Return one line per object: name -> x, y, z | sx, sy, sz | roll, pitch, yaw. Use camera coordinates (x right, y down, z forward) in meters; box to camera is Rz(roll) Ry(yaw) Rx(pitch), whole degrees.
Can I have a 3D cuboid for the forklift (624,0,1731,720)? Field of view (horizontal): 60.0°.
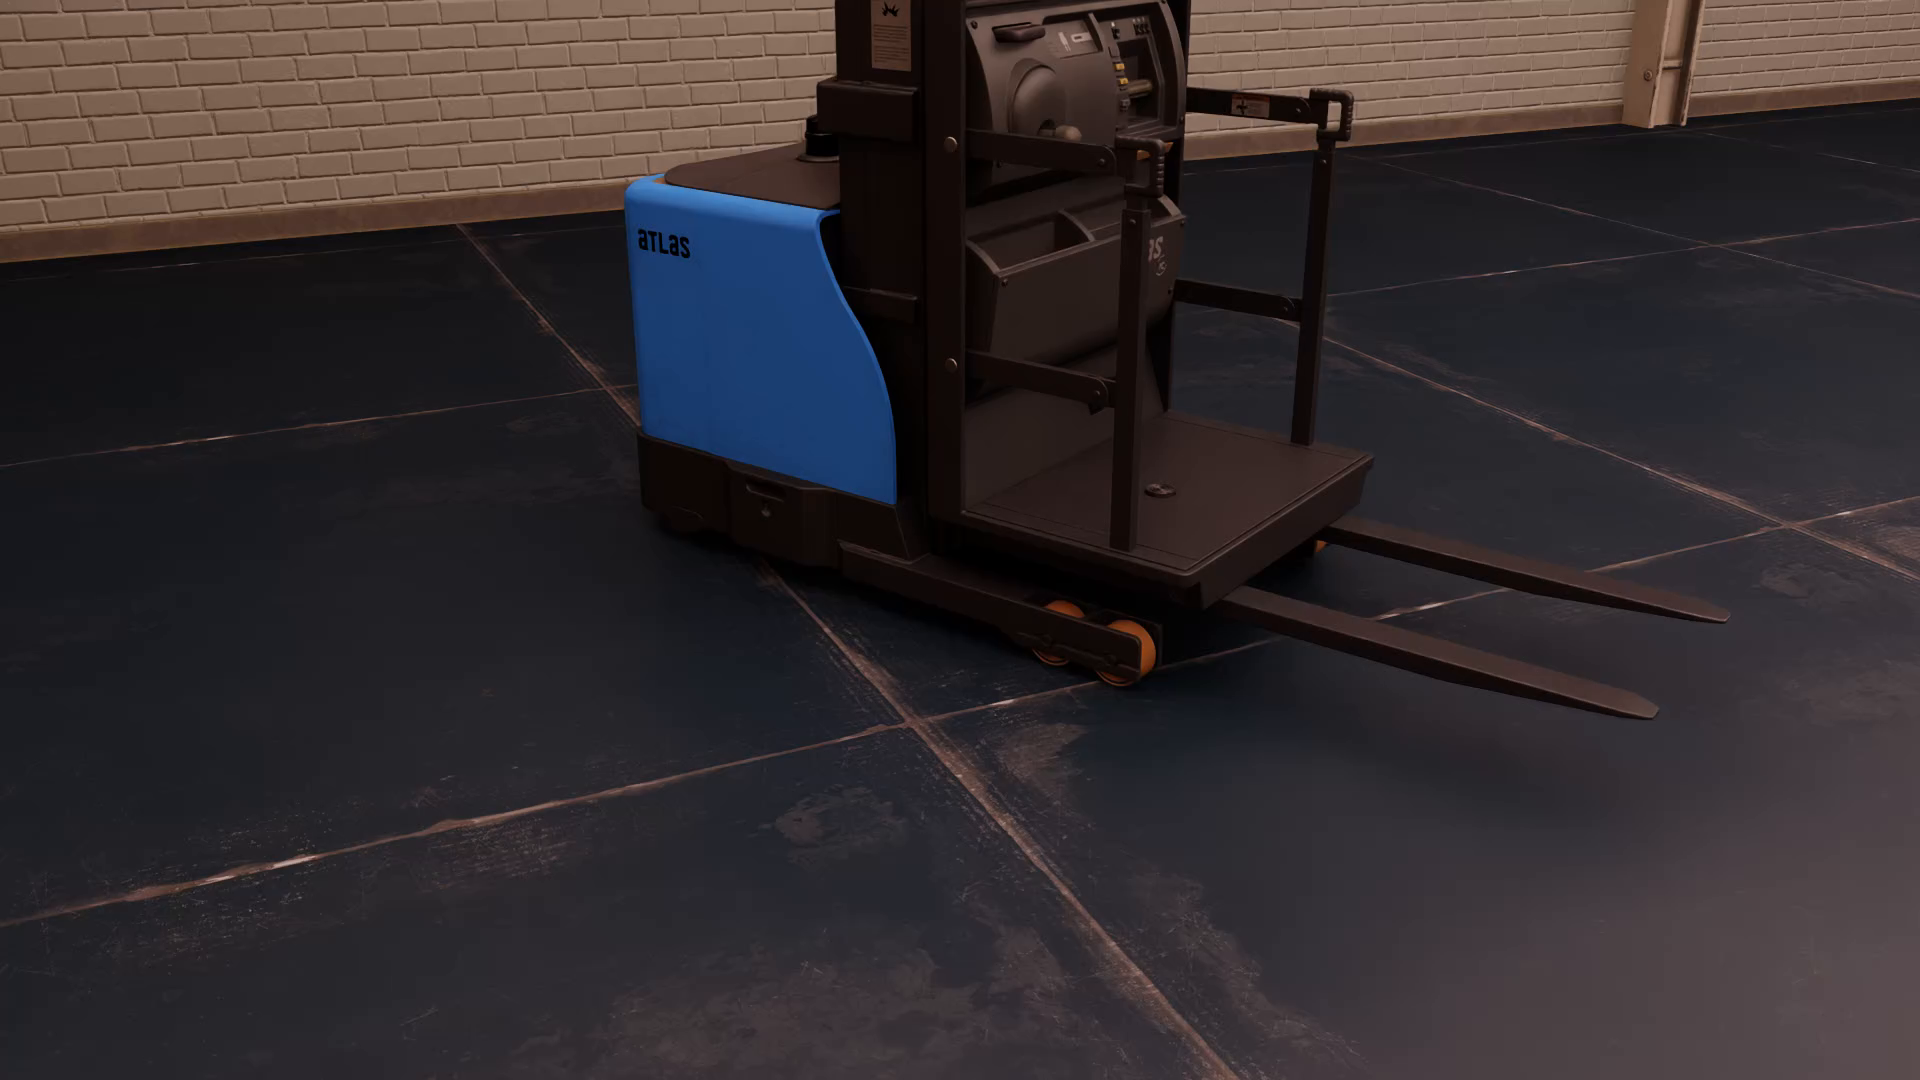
forklift -> 0.488, -1.213, 4.206 | 3.031, 2.935, 1.130 | 16, 27, 34
